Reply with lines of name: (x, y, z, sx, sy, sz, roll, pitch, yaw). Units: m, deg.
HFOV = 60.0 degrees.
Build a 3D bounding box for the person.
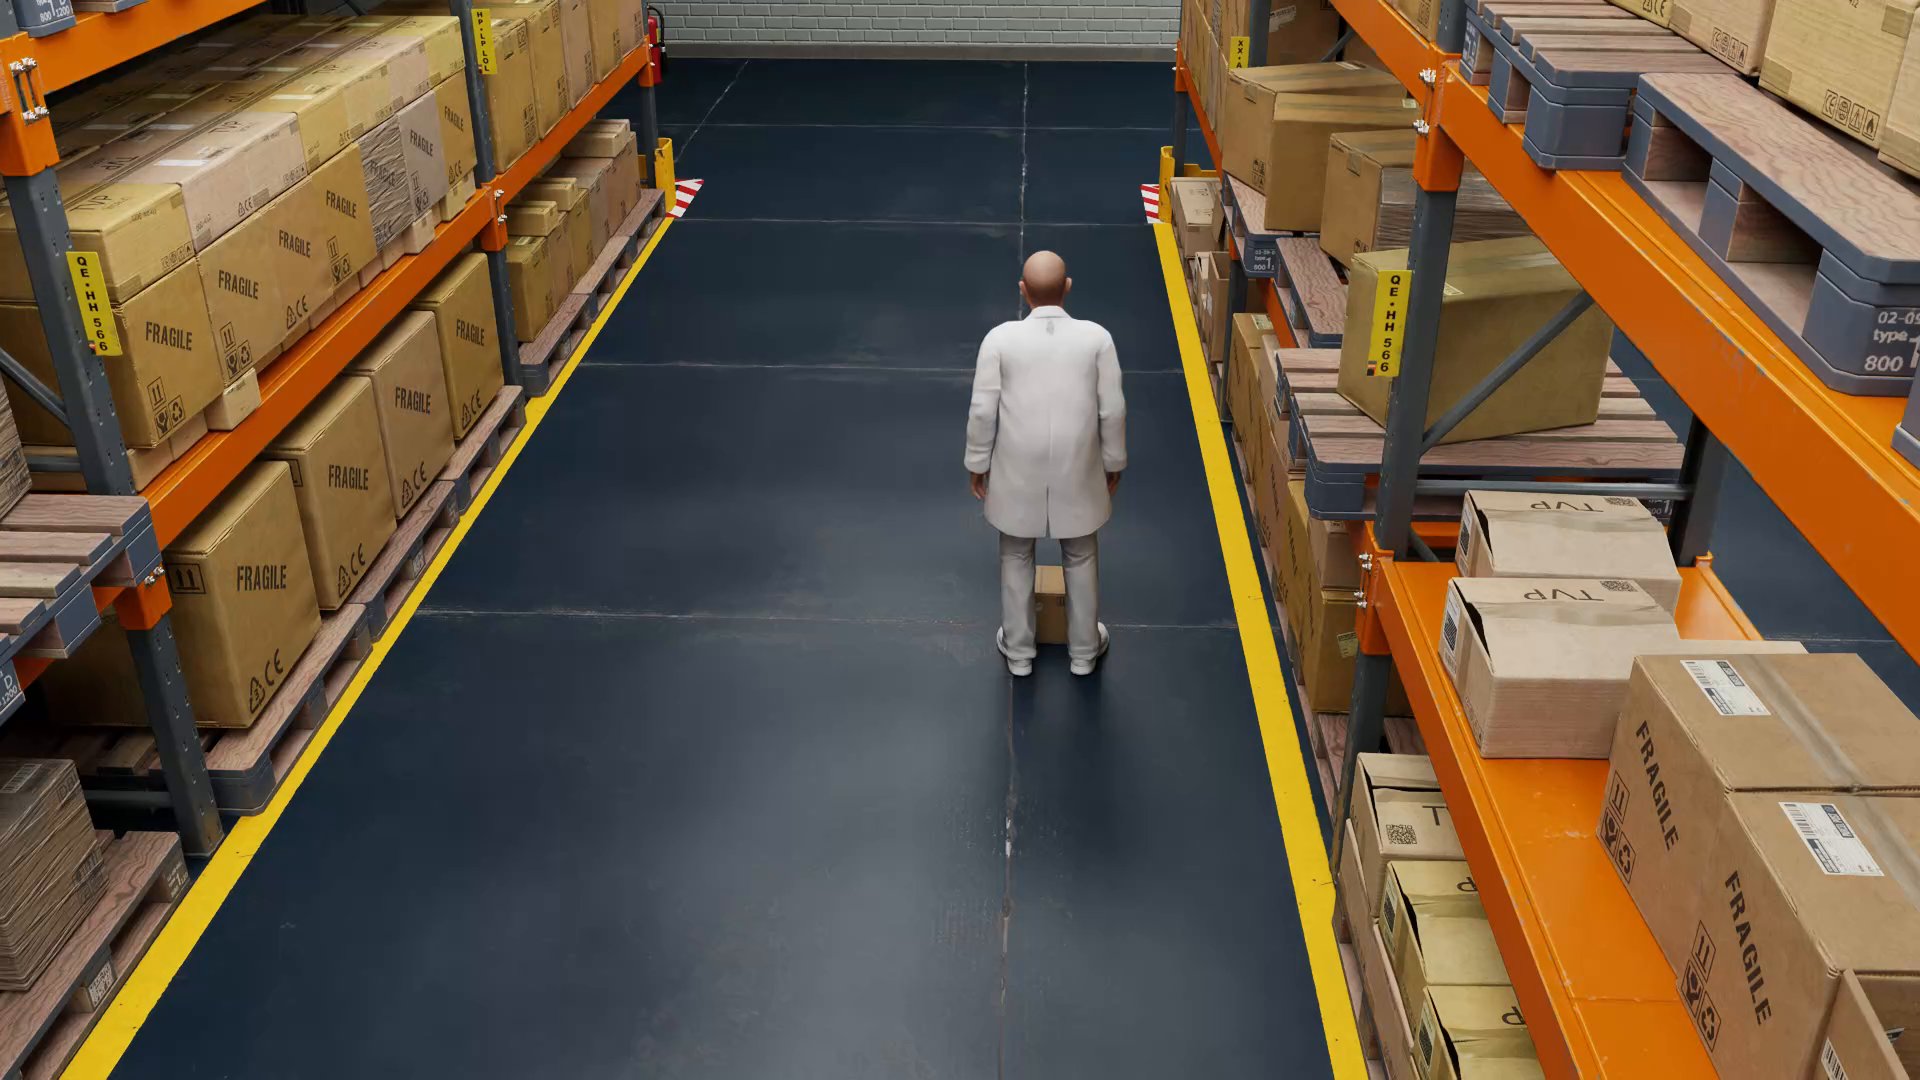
person: (0.345, -0.283, 6.679, 0.656, 1.774, 0.416, 0, 28, 0)
